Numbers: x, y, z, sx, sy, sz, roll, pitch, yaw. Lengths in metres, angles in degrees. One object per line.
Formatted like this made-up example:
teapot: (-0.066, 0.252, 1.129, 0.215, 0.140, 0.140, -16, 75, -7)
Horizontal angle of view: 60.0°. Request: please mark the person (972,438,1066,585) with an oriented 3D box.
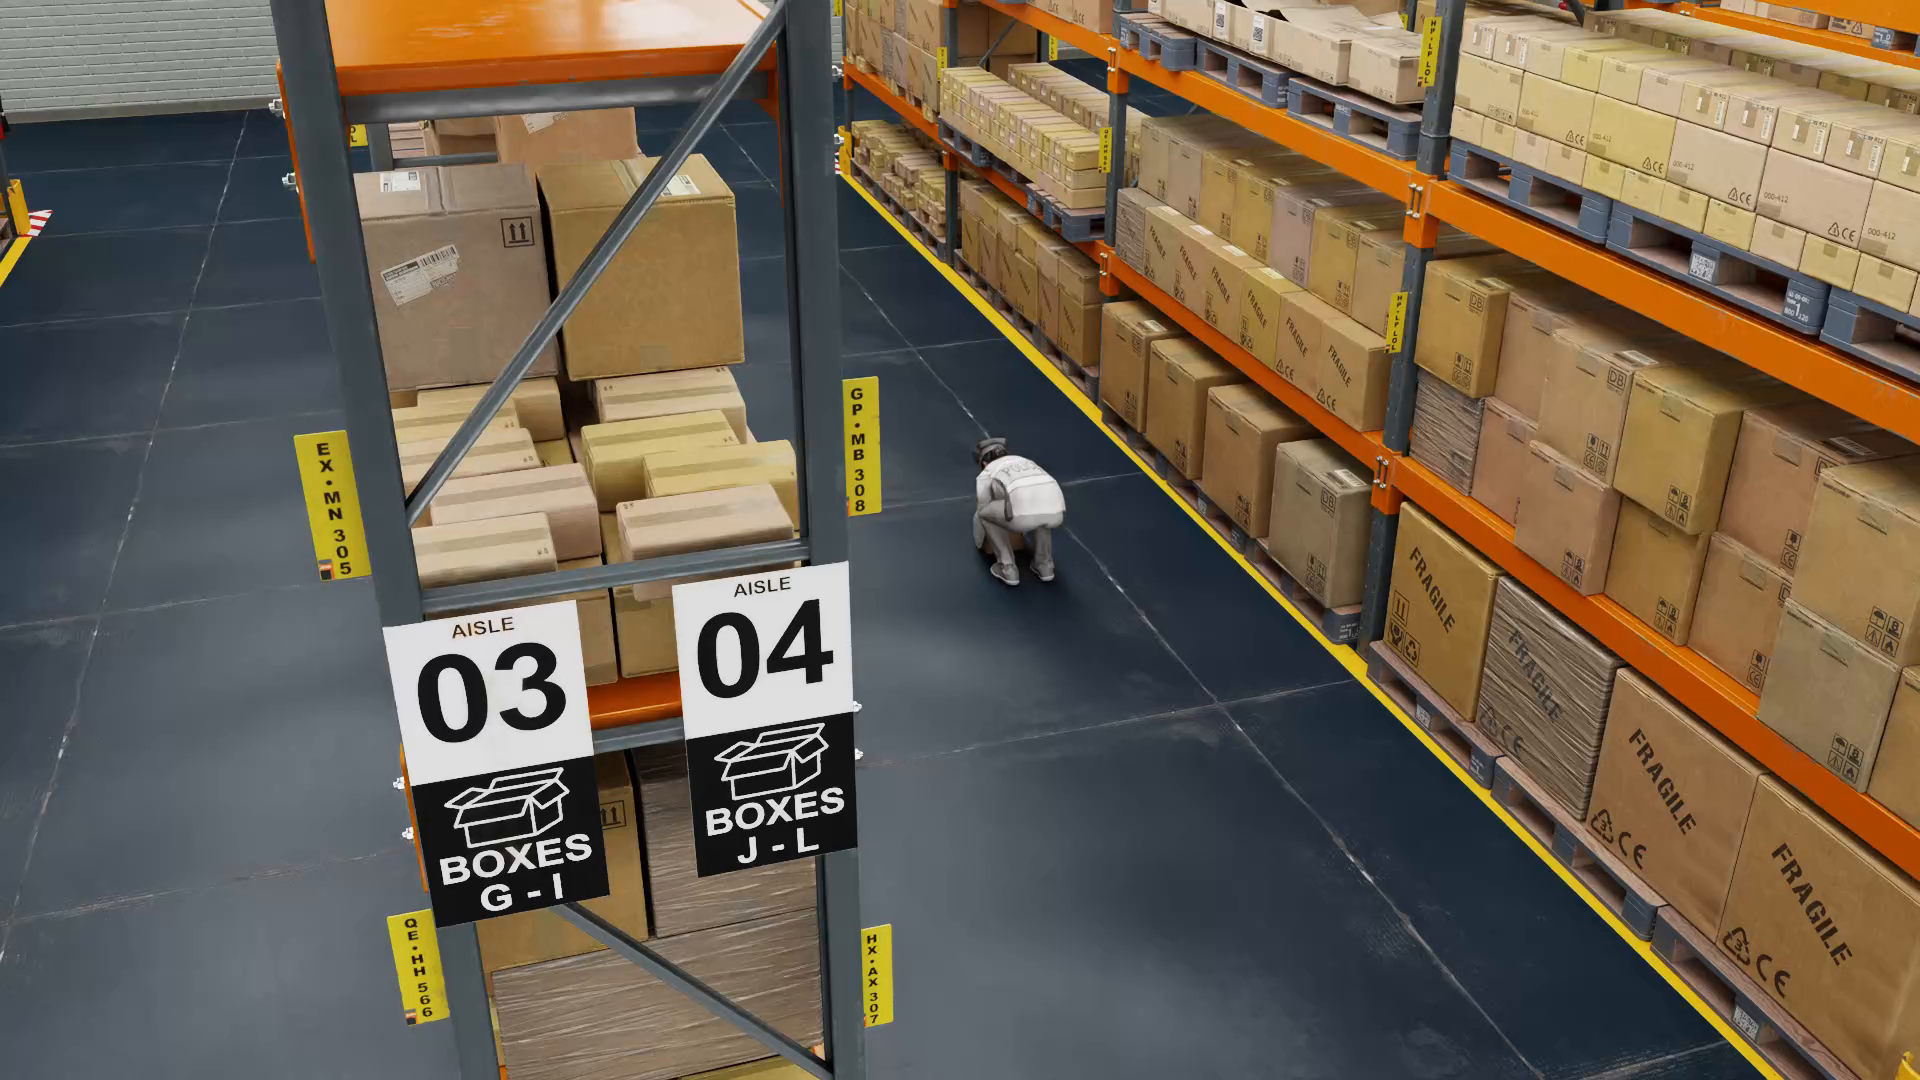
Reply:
person: (0.347, -0.172, 10.506, 0.455, 0.761, 0.915, -9, 28, -17)
